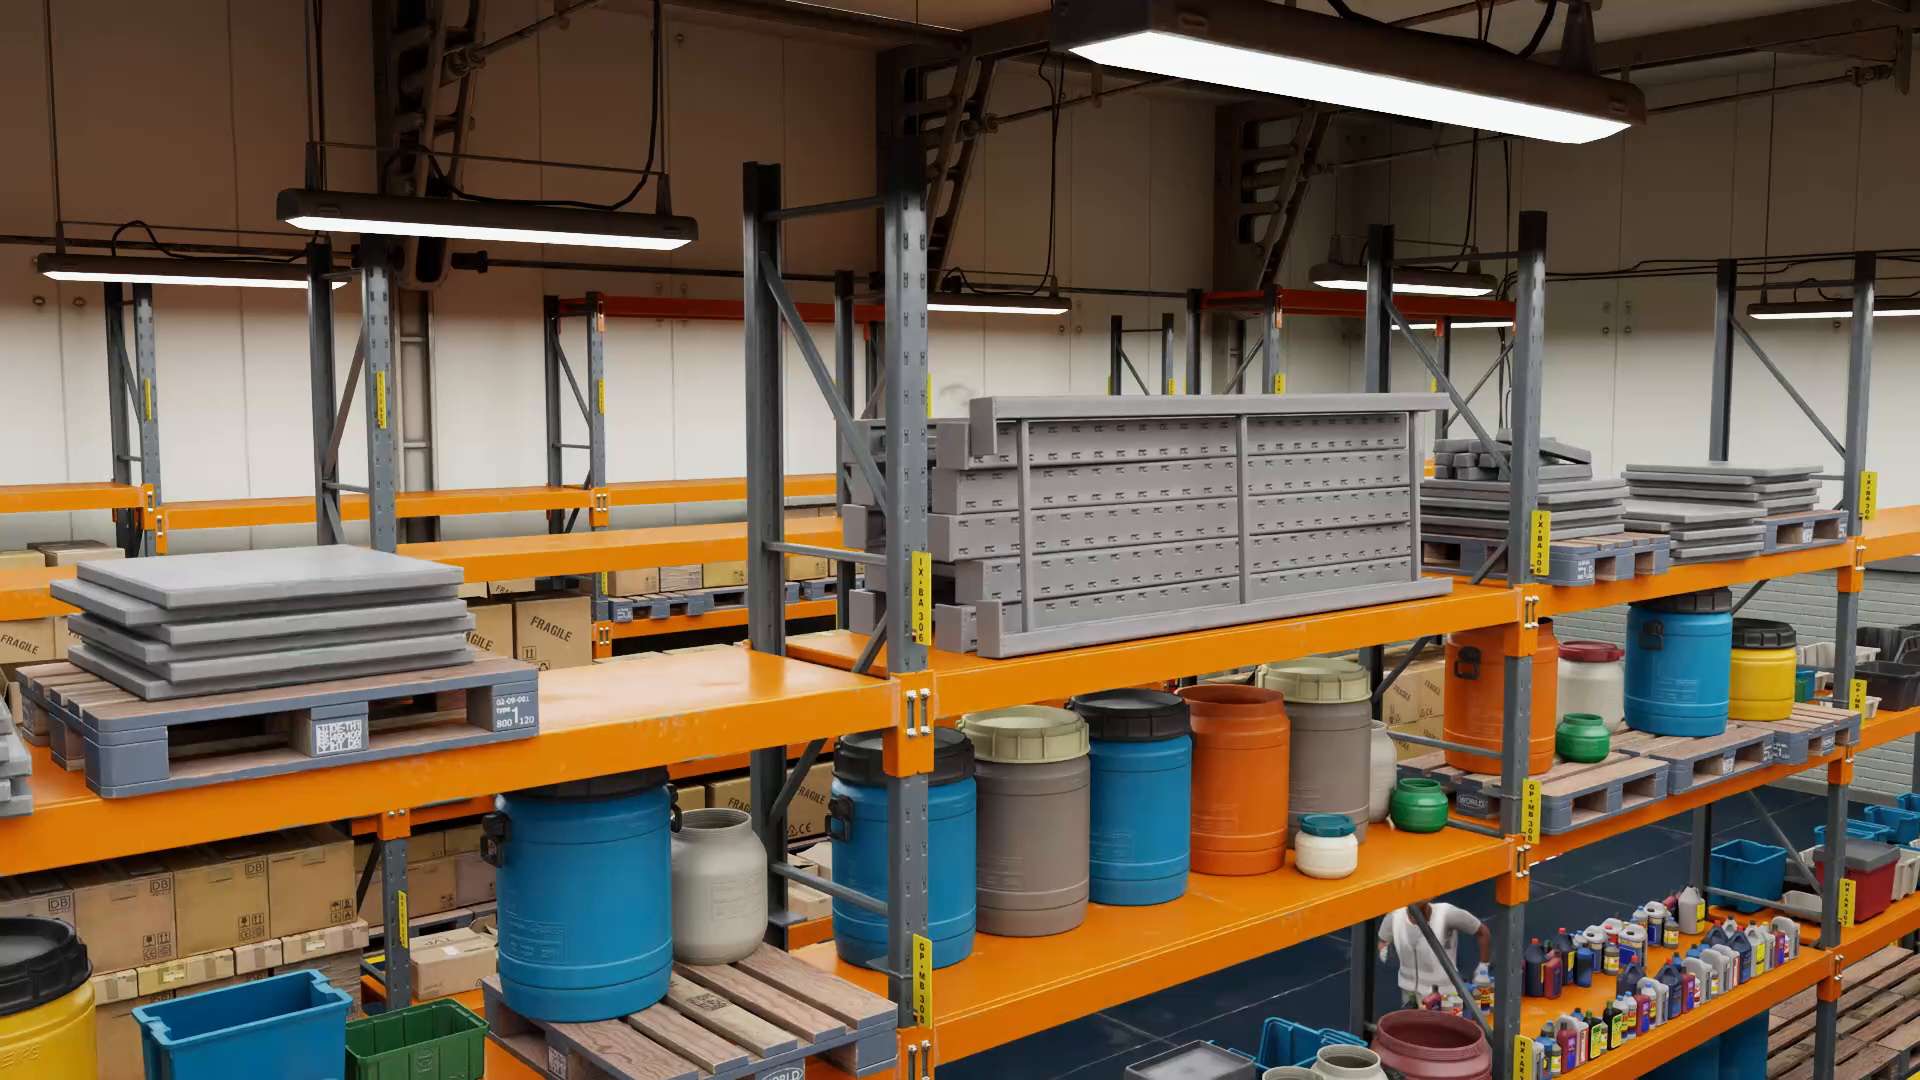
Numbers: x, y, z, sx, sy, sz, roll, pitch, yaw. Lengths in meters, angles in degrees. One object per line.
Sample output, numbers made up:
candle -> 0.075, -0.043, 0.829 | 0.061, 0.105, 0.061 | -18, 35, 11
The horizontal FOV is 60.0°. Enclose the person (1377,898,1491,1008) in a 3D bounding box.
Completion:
person -> 3.274, 3.168, 11.633 | 0.843, 1.789, 0.714 | -5, 8, -43
